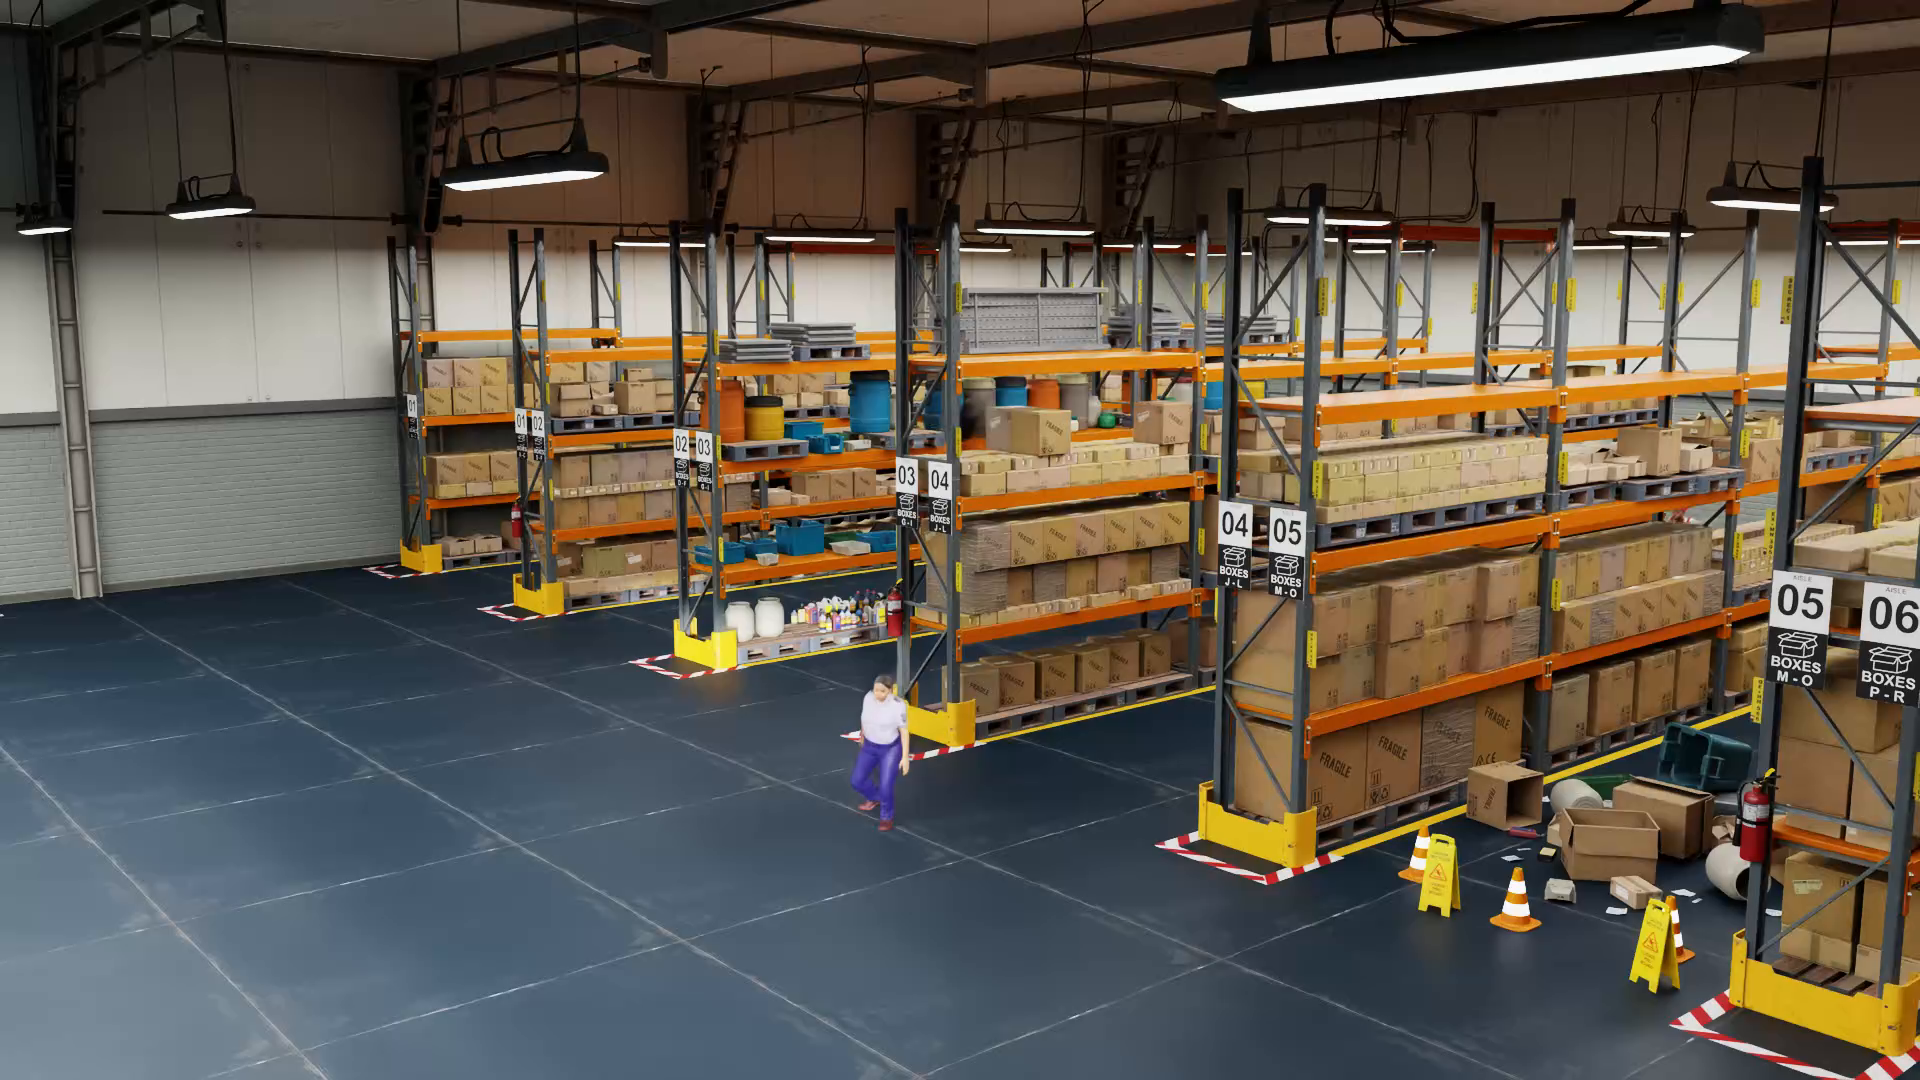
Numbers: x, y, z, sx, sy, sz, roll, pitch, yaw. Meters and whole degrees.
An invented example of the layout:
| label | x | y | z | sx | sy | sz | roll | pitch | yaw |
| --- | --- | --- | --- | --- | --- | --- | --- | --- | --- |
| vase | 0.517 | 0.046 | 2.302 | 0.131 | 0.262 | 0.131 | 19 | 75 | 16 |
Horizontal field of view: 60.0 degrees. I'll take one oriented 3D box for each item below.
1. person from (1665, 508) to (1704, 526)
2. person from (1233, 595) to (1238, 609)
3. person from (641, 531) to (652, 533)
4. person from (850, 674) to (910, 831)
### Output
| label | x | y | z | sx | sy | sz | roll | pitch | yaw |
| --- | --- | --- | --- | --- | --- | --- | --- | --- | --- |
| person | 11.570 | 0.235 | 26.674 | 0.724 | 1.701 | 0.649 | -7 | 11 | -38 |
| person | 4.304 | 0.365 | 25.099 | 1.080 | 1.492 | 0.577 | -4 | 10 | -23 |
| person | -5.825 | -0.432 | 30.803 | 0.597 | 1.825 | 0.832 | 7 | 11 | 39 |
| person | -0.732 | 1.991 | 15.805 | 0.748 | 1.542 | 0.612 | 5 | 10 | 28 |
